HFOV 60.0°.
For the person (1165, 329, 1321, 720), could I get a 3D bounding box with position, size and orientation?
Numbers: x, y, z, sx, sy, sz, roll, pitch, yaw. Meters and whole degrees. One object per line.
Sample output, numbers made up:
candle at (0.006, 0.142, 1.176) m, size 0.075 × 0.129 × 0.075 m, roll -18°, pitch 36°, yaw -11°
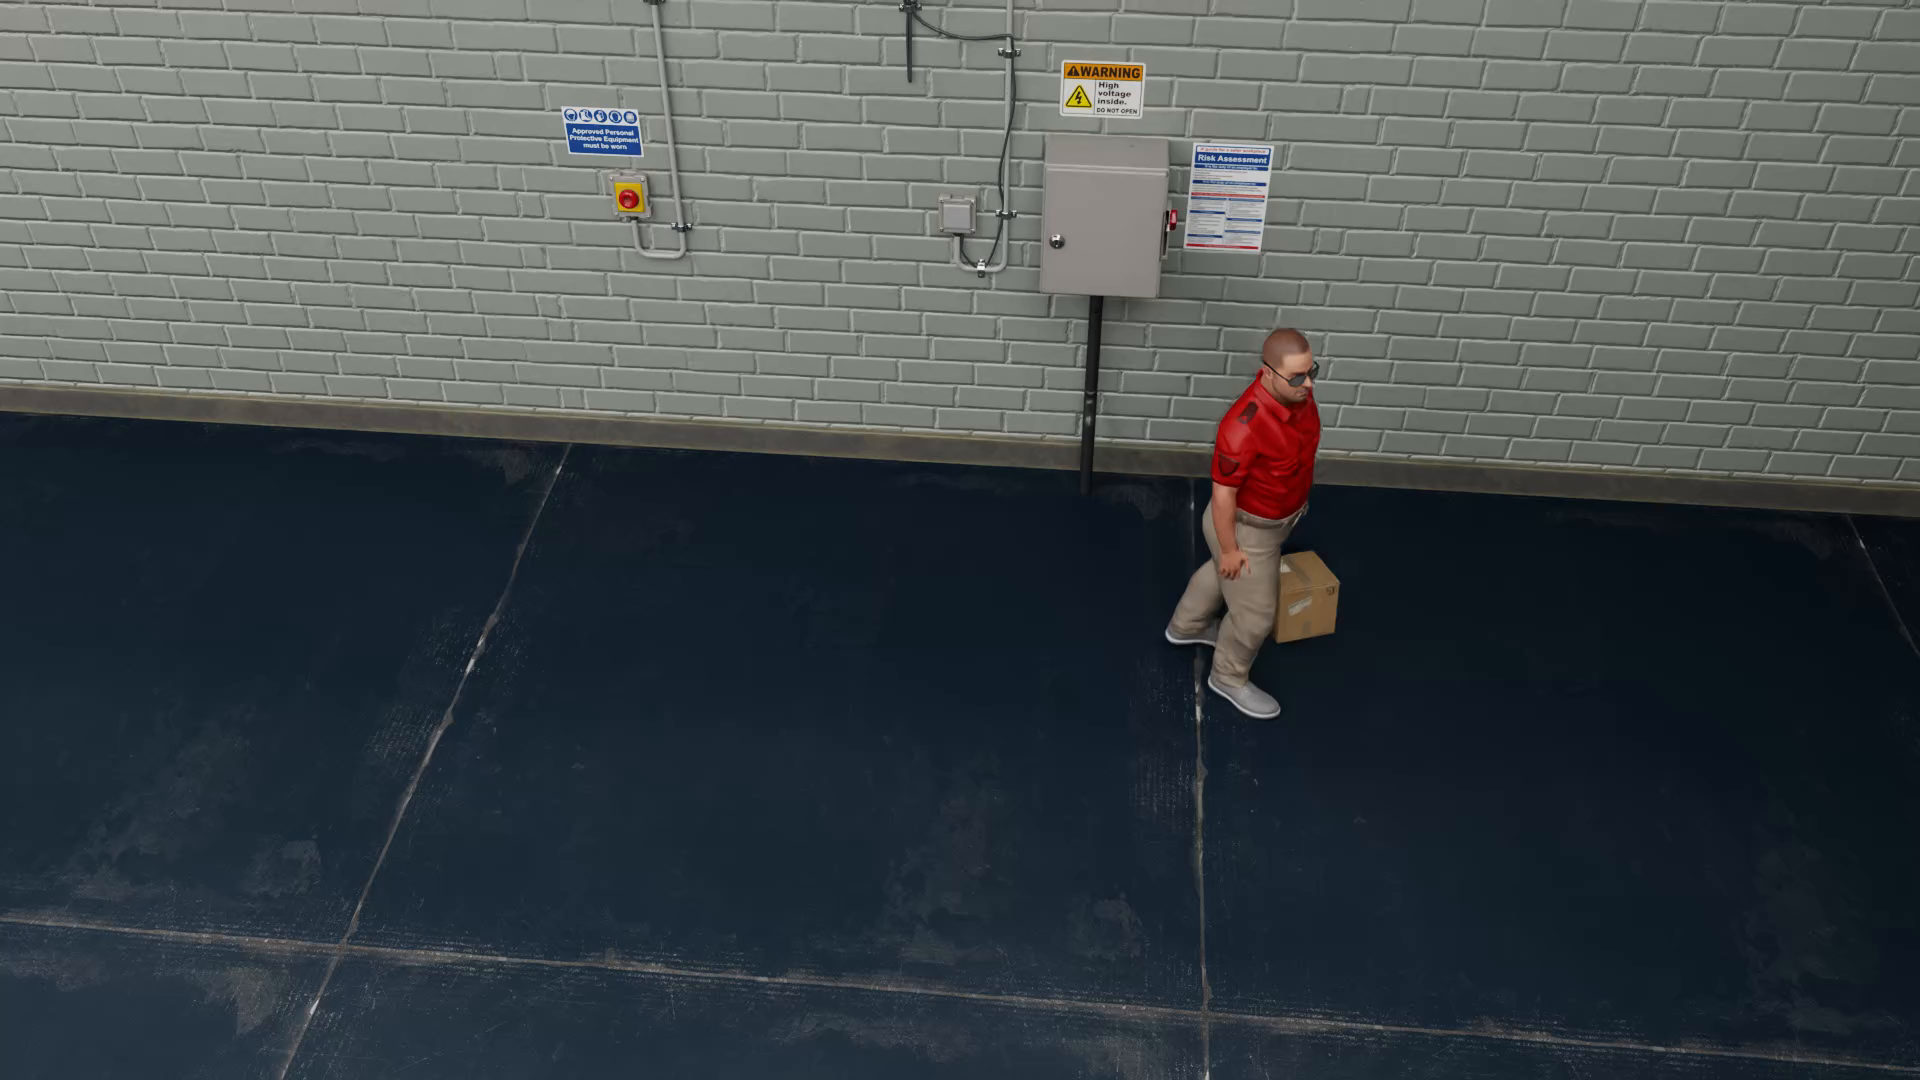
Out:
person at (1.073, -0.095, 6.285) m, size 0.589 × 1.713 × 0.551 m, roll 21°, pitch 44°, yaw 24°
